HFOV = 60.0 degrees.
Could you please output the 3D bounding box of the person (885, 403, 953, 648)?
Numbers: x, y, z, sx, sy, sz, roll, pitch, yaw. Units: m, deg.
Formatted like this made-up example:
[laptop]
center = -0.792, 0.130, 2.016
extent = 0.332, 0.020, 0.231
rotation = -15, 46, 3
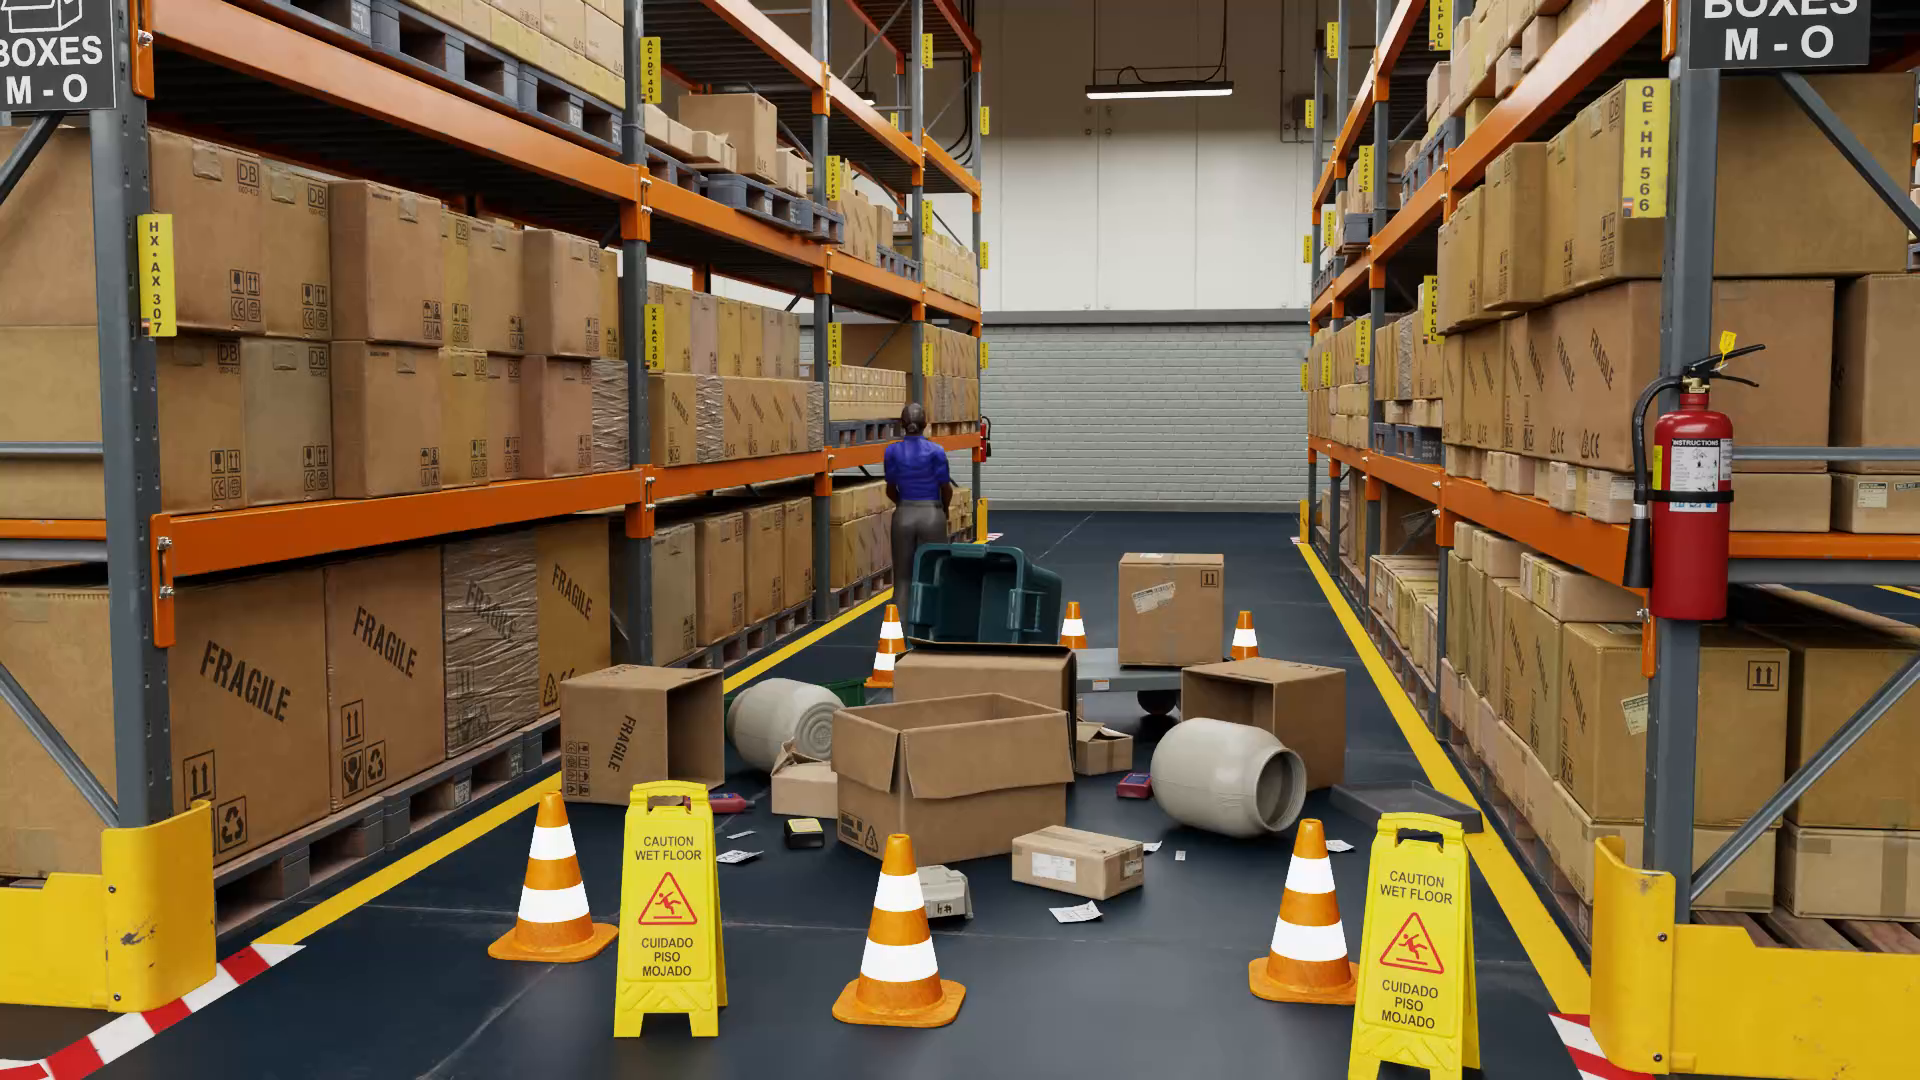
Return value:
[person]
center = -0.263, -0.085, 11.041
extent = 0.448, 1.646, 0.514
rotation = 1, 5, 8
